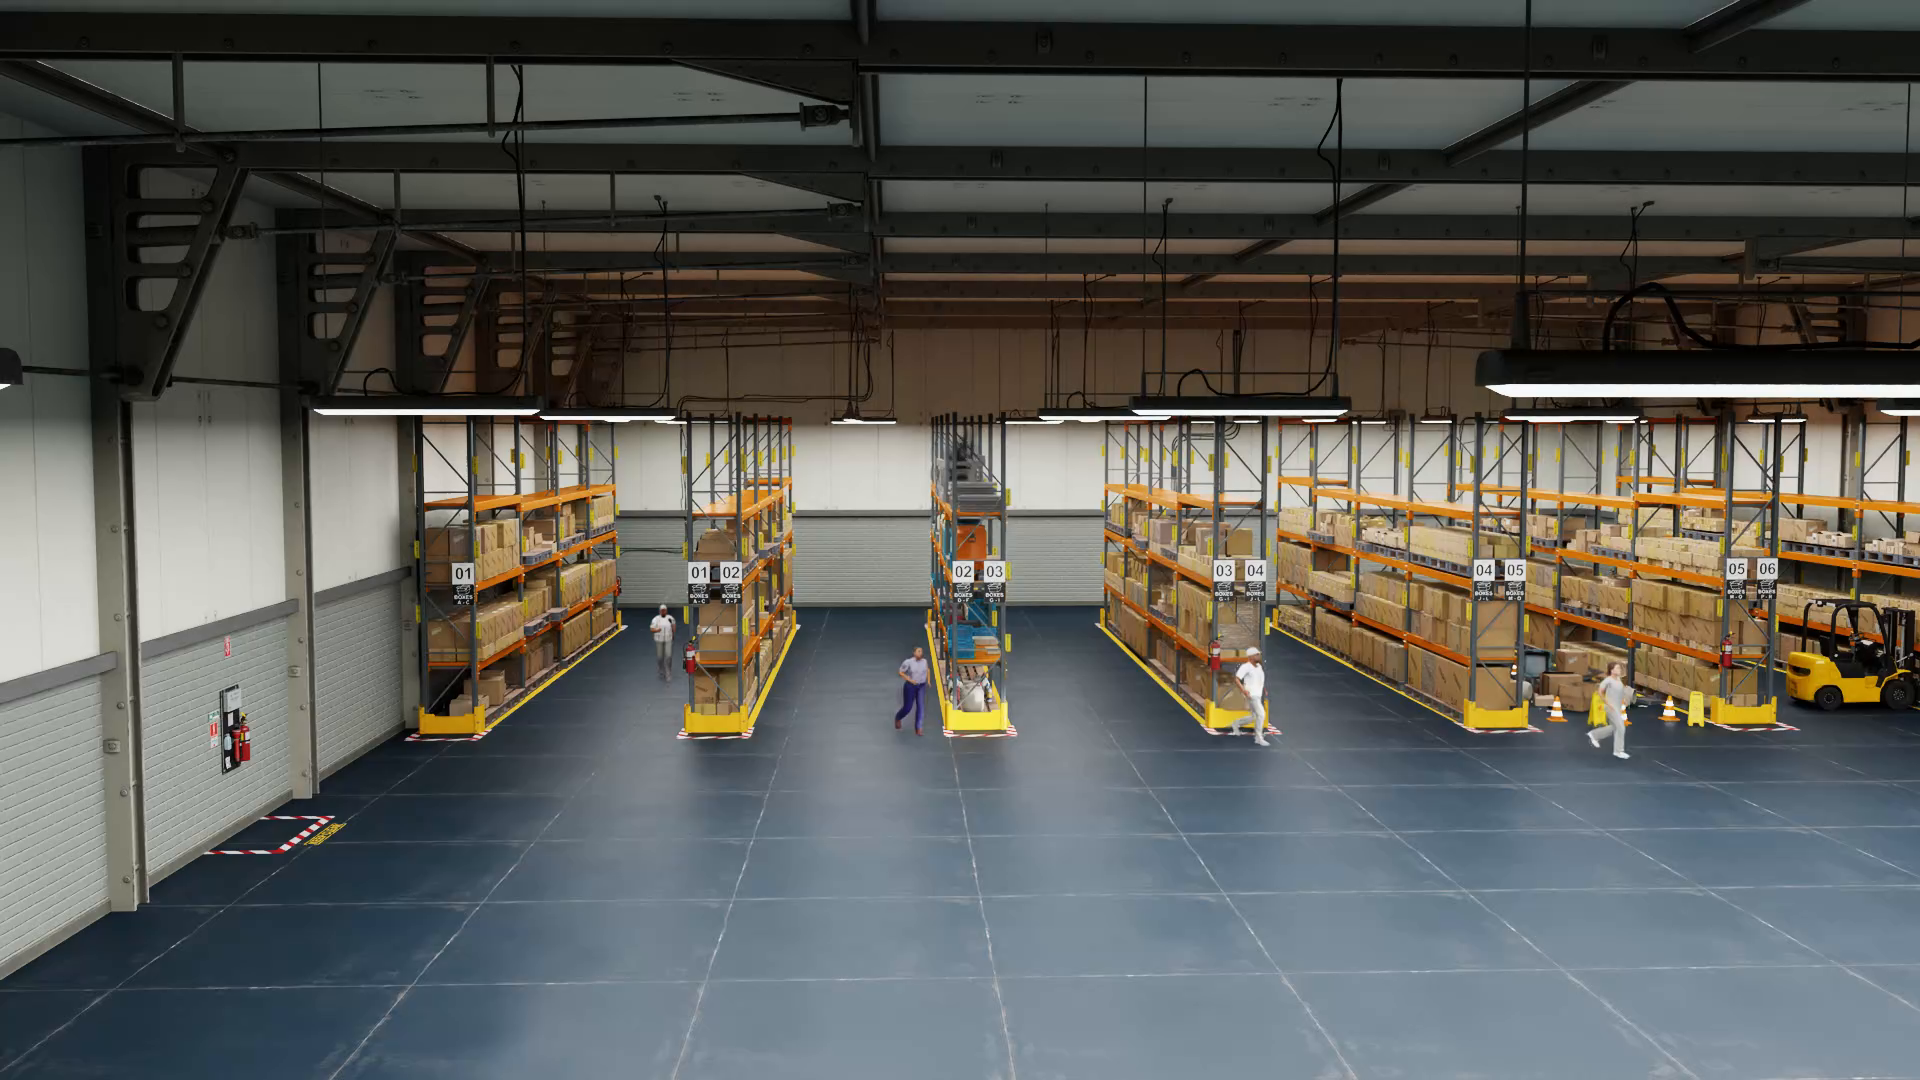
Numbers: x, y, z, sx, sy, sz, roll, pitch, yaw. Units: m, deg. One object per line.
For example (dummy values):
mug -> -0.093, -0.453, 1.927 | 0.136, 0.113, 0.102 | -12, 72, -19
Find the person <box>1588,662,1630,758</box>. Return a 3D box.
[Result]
person -> 11.324, 2.940, 28.998 | 0.583, 1.646, 0.797 | -4, 5, -43

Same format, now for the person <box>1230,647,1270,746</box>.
person -> 5.279, 2.816, 30.125 | 0.829, 1.749, 0.722 | 3, 5, 37

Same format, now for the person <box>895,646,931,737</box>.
person -> -0.834, 2.798, 31.132 | 0.668, 1.656, 0.818 | -2, 4, -29

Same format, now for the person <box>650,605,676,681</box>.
person -> -6.729, 2.310, 37.726 | 0.602, 1.689, 0.886 | -1, 4, -15
